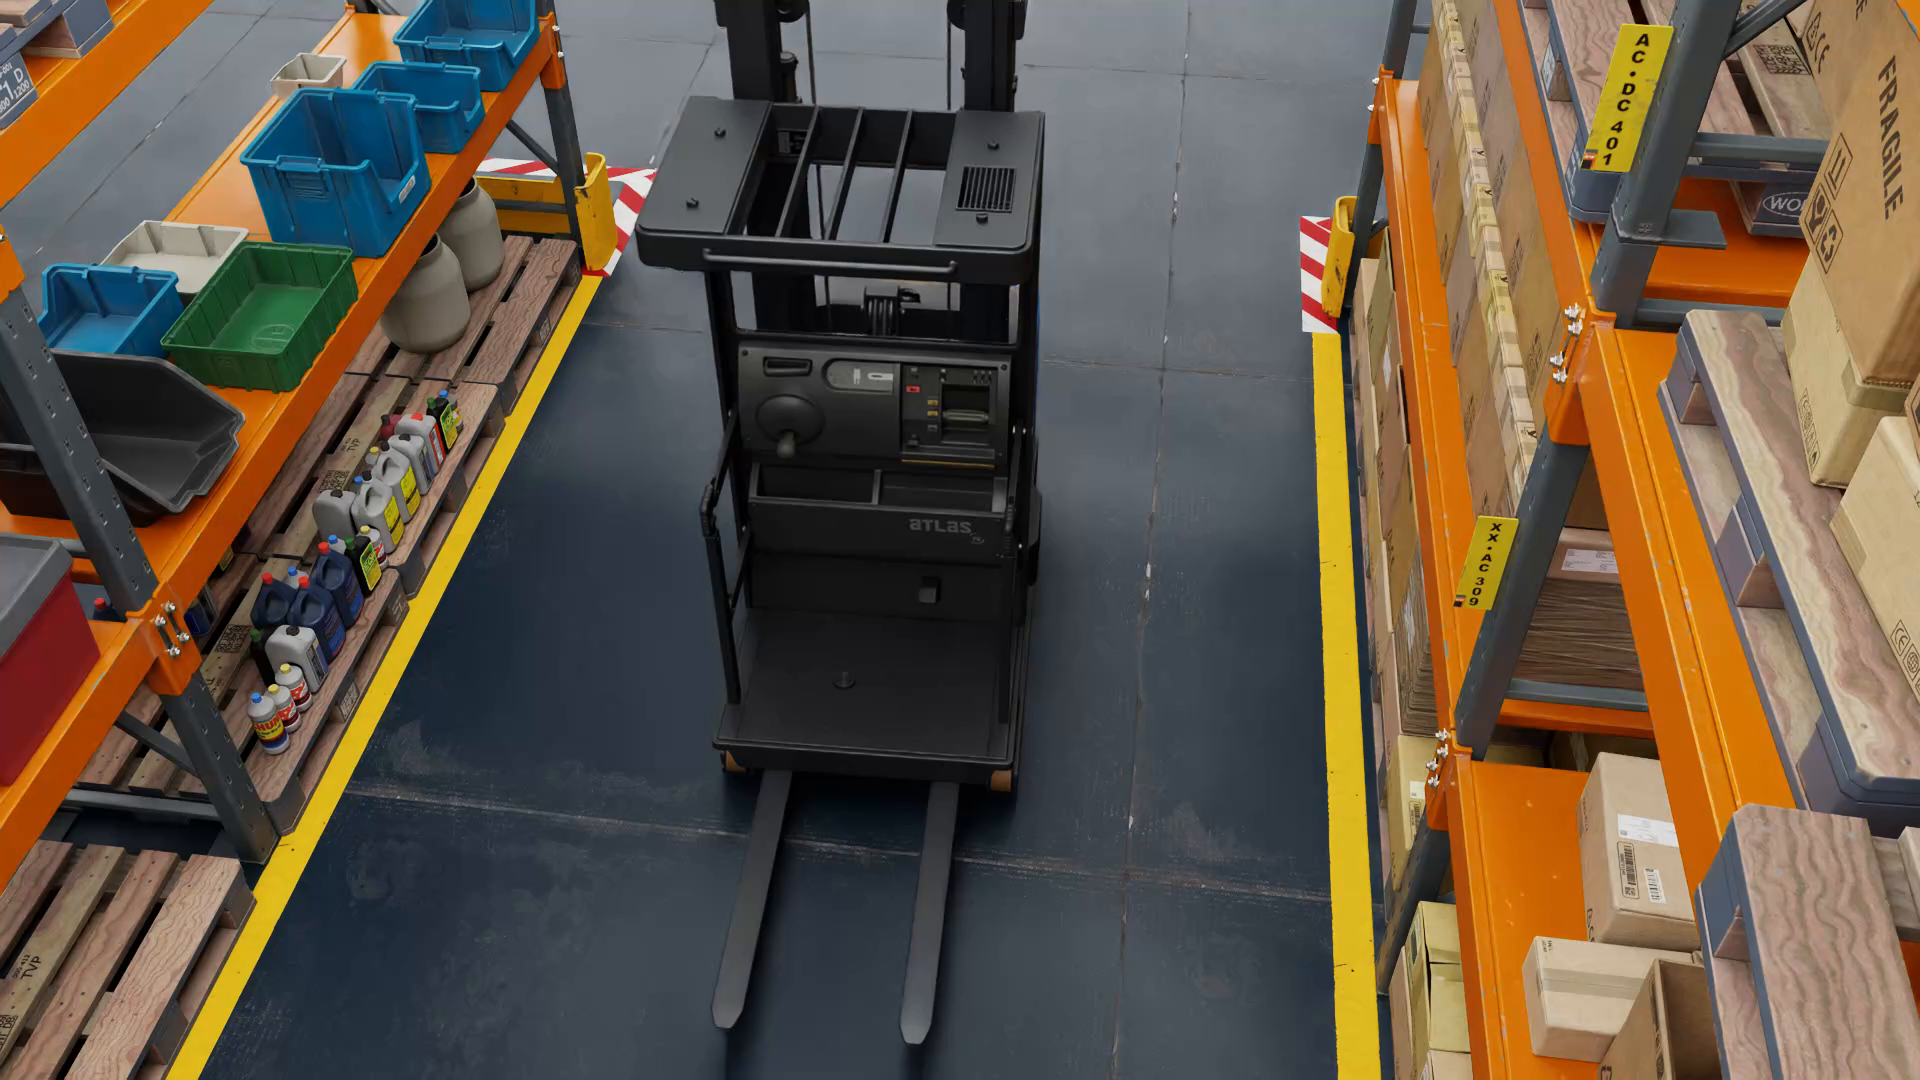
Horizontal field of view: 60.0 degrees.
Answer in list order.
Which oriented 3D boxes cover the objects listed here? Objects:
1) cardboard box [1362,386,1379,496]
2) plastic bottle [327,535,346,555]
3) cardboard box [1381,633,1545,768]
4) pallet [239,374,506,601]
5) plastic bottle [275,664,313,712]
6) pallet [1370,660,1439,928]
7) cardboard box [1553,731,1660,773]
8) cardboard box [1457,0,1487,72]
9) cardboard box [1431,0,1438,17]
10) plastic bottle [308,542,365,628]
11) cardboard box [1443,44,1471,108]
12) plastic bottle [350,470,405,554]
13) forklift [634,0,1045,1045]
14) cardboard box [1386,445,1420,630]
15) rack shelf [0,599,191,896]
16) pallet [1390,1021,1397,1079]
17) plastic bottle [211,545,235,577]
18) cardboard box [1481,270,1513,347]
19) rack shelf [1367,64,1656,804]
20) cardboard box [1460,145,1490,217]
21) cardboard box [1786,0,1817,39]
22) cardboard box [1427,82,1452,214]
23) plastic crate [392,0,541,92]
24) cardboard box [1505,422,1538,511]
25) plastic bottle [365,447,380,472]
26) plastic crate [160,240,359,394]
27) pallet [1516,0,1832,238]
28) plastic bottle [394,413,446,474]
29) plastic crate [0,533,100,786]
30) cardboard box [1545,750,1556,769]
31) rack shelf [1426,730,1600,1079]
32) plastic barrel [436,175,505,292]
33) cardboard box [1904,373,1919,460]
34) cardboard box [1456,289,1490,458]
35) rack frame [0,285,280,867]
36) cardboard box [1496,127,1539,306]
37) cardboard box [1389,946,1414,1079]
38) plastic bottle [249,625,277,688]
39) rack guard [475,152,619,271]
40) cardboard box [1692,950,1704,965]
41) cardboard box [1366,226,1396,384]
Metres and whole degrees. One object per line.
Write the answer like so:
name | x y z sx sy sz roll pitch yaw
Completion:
cardboard box | 2.021 -0.398 7.183 0.500 0.250 0.500 5 44 6
plastic bottle | -2.471 0.088 6.639 0.097 0.271 0.097 0 43 0
cardboard box | 1.833 0.625 6.103 0.500 0.250 0.500 5 44 6
pallet | -2.708 -0.273 7.385 1.003 0.211 1.213 5 44 6
plastic bottle | -2.493 0.543 6.211 0.097 0.201 0.097 0 43 0
pallet | 2.059 0.929 6.115 1.003 0.211 1.213 5 44 6
cardboard box | 2.284 0.741 5.435 0.500 0.500 0.500 5 44 6
cardboard box | 2.296 -2.067 6.235 0.700 0.500 0.500 4 44 4
cardboard box | 2.176 -2.295 6.948 0.380 0.149 0.250 5 44 5
plastic bottle | -2.454 0.163 6.503 0.144 0.351 0.185 4 44 4
cardboard box | 2.074 -1.773 6.397 0.380 0.149 0.250 5 44 5
plastic bottle | -2.397 -0.127 6.809 0.144 0.351 0.185 5 44 5
forklift | -0.310 -0.368 5.507 1.130 2.935 3.031 4 44 4
cardboard box | 1.897 0.012 6.205 0.500 0.500 0.500 5 44 6
rack shelf | -3.261 1.626 3.874 1.077 0.370 4.000 5 44 6
pallet | 1.854 1.973 5.013 1.003 0.211 1.213 5 44 6
plastic bottle | -3.024 0.004 6.719 0.061 0.283 0.133 5 44 6
cardboard box | 1.873 -0.715 5.279 0.380 0.149 0.250 5 44 5
rack shelf | 2.177 -0.647 6.275 1.077 0.370 4.000 5 44 6
cardboard box | 1.972 -1.248 5.842 0.380 0.149 0.250 6 44 6
cardboard box | 2.312 -1.493 4.121 0.500 0.311 0.500 3 44 3
cardboard box | 2.302 -1.632 6.719 0.700 0.500 0.500 6 44 7
plastic crate | -2.237 -2.302 7.607 0.499 0.251 0.616 5 44 6
cardboard box | 1.771 -0.190 4.725 0.380 0.149 0.250 4 44 5
plastic bottle | -2.481 -0.311 7.112 0.097 0.201 0.097 0 43 0
plastic crate | -2.537 -0.820 6.089 0.450 0.188 0.662 5 44 6
pallet | 2.000 -1.186 4.203 1.003 0.211 1.213 5 44 6
plastic bottle | -2.337 -0.434 7.188 0.152 0.276 0.135 6 44 6
plastic crate | -2.757 0.337 4.666 0.402 0.464 0.583 5 44 6
cardboard box | 2.275 1.012 5.694 0.500 0.250 0.500 5 44 6
rack shelf | 1.648 2.079 3.396 1.077 0.370 4.000 5 44 6
plastic barrel | -2.479 -1.518 8.175 0.421 0.512 0.421 0 43 0
cardboard box | 1.740 -0.198 2.354 0.500 0.500 0.500 9 44 10
cardboard box | 2.099 -0.586 5.615 0.700 0.500 0.500 6 44 6
rack frame | -2.997 0.002 5.066 1.000 3.000 0.127 5 44 6
cardboard box | 2.098 -1.041 5.152 0.700 0.500 0.500 5 44 5
cardboard box | 1.614 1.553 5.122 0.500 0.250 0.500 4 44 5
plastic bottle | -2.610 0.419 6.281 0.061 0.283 0.133 5 44 6
rack guard | -2.431 -1.760 8.745 1.175 0.500 0.348 5 44 6
cardboard box | 1.979 1.120 3.984 0.396 0.266 0.258 4 44 4
cardboard box | 2.086 -1.011 7.285 0.500 0.500 0.500 5 44 6
